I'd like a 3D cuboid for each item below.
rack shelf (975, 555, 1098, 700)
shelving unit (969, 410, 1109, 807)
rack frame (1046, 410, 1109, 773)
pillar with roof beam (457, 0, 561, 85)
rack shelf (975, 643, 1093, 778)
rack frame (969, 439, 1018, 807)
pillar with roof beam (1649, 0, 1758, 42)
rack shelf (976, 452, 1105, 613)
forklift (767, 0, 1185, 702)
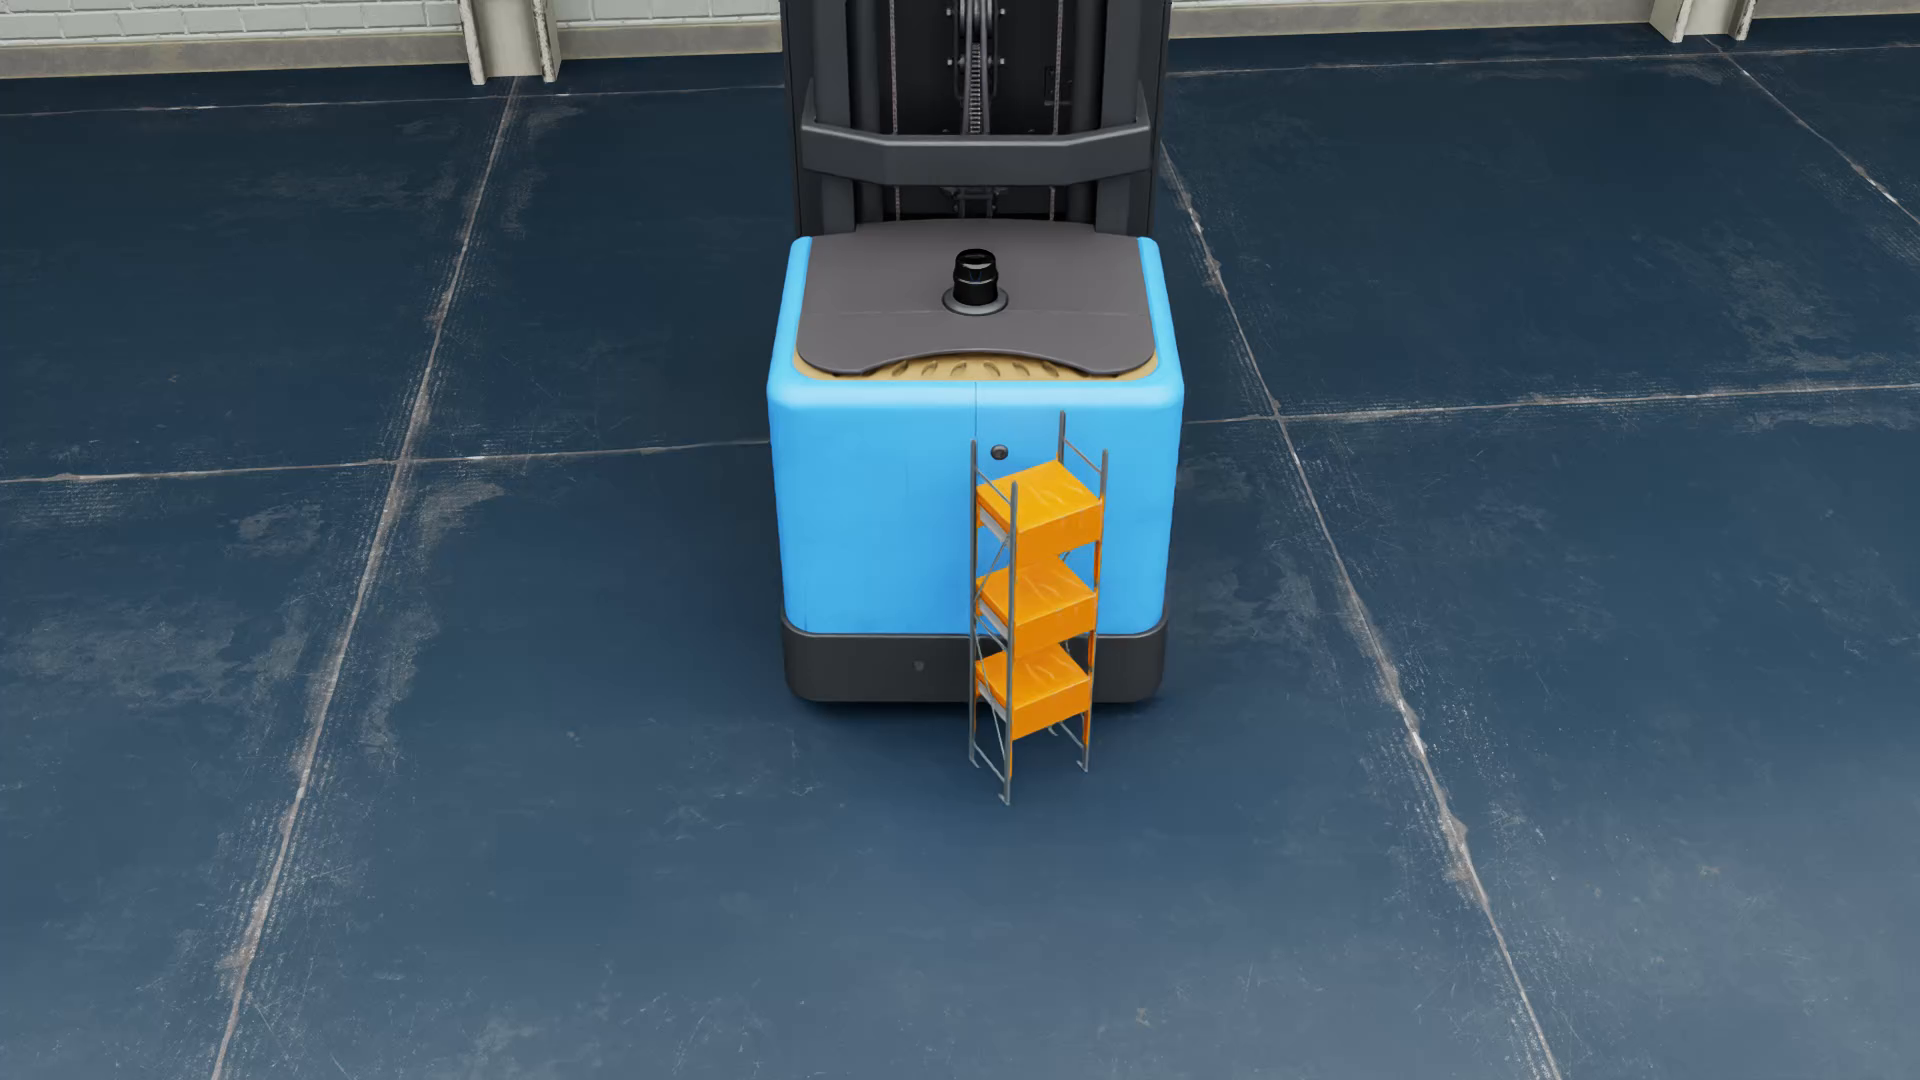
[{"bbox_3d":[0.183,0.204,4.161,0.240,0.259,0.215,-19,42,-23],"label":"rack shelf"},{"bbox_3d":[0.183,0.195,4.155,0.252,1.050,0.215,-19,42,-23],"label":"shelving unit"},{"bbox_3d":[0.289,0.158,4.202,0.008,1.050,0.200,-19,42,-23],"label":"rack frame"},{"bbox_3d":[-1.792,-3.185,2.021,0.400,9.000,9.100,-3,38,-4],"label":"pillar with roof beam"},{"bbox_3d":[0.183,0.422,4.334,0.240,0.259,0.215,-19,42,-23],"label":"rack shelf"},{"bbox_3d":[0.077,0.233,4.107,0.008,1.050,0.200,-19,42,-23],"label":"rack frame"},{"bbox_3d":[4.184,-3.514,2.439,0.400,9.000,9.100,-3,38,-4],"label":"pillar with roof beam"},{"bbox_3d":[0.183,-0.019,3.986,0.240,0.259,0.215,-19,42,-23],"label":"rack shelf"},{"bbox_3d":[0.044,-1.586,4.894,1.130,2.935,3.031,0,38,0],"label":"forklift"}]
